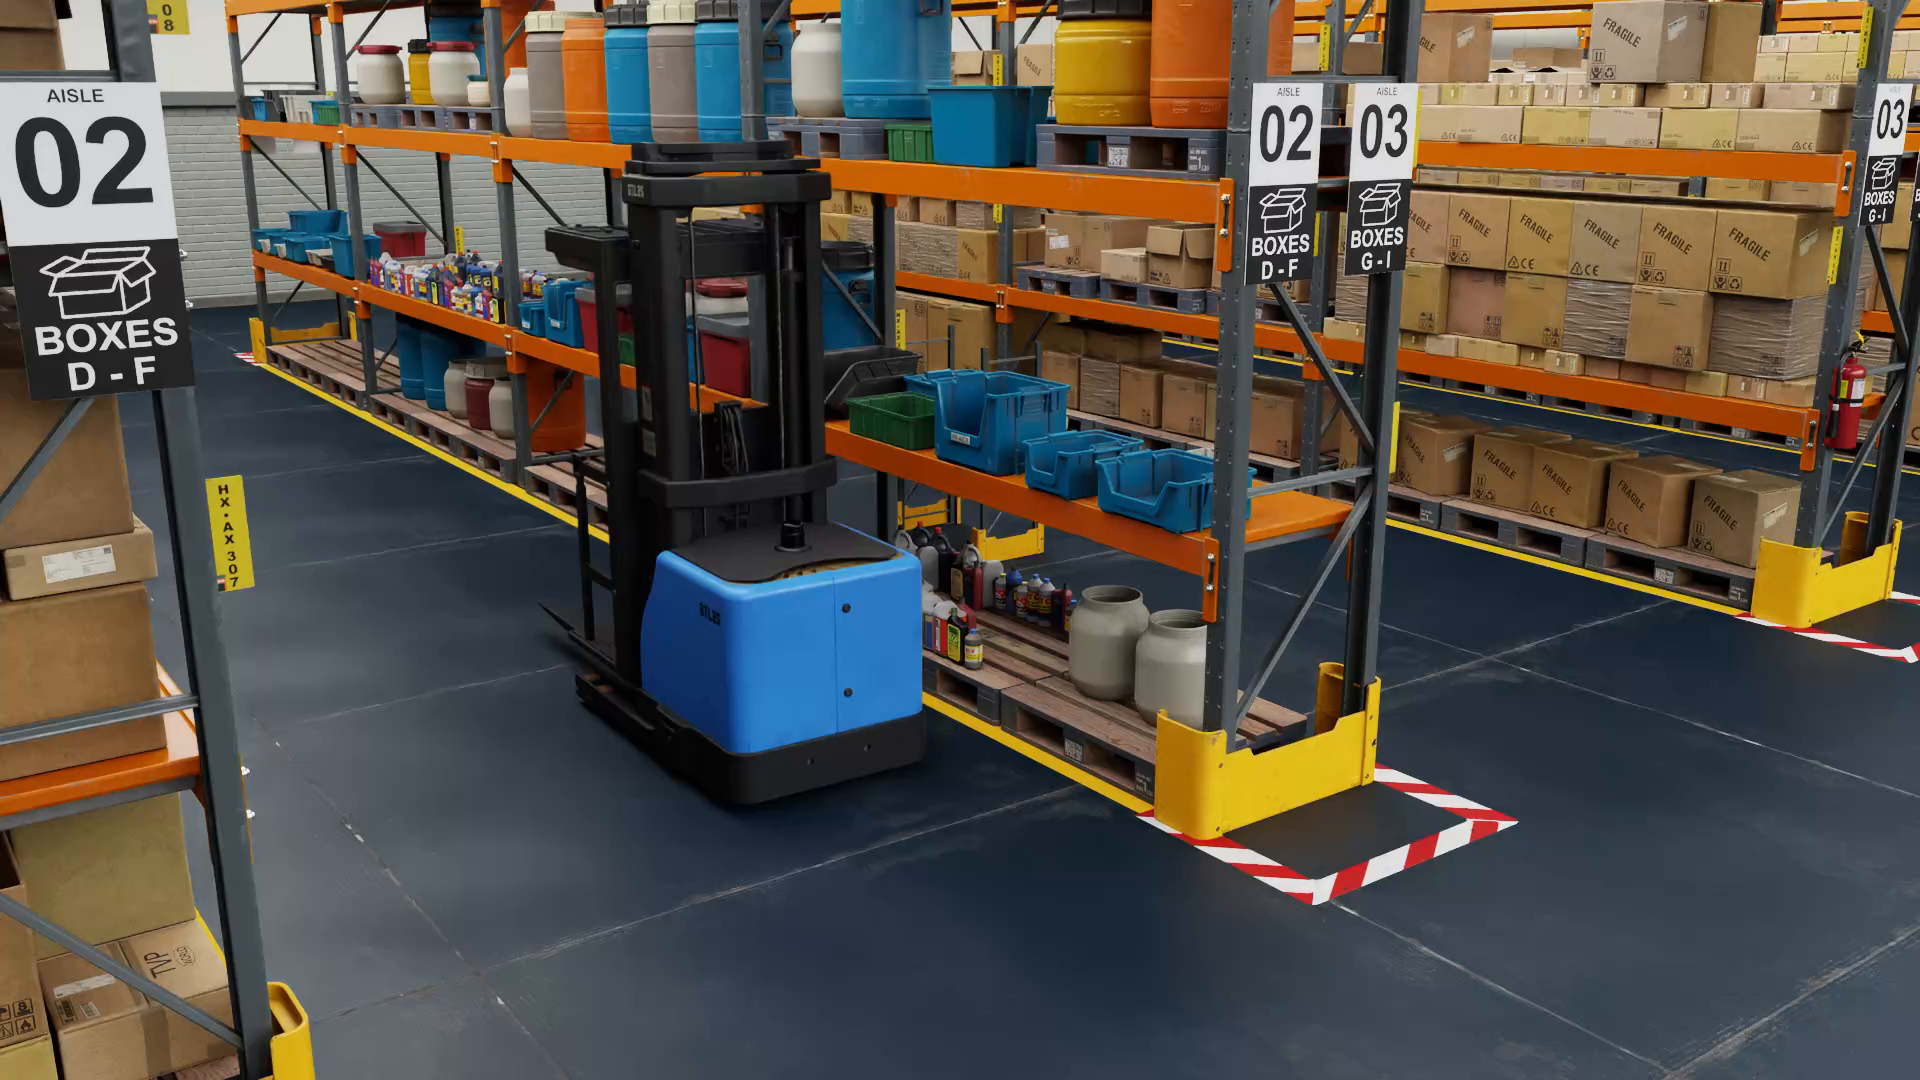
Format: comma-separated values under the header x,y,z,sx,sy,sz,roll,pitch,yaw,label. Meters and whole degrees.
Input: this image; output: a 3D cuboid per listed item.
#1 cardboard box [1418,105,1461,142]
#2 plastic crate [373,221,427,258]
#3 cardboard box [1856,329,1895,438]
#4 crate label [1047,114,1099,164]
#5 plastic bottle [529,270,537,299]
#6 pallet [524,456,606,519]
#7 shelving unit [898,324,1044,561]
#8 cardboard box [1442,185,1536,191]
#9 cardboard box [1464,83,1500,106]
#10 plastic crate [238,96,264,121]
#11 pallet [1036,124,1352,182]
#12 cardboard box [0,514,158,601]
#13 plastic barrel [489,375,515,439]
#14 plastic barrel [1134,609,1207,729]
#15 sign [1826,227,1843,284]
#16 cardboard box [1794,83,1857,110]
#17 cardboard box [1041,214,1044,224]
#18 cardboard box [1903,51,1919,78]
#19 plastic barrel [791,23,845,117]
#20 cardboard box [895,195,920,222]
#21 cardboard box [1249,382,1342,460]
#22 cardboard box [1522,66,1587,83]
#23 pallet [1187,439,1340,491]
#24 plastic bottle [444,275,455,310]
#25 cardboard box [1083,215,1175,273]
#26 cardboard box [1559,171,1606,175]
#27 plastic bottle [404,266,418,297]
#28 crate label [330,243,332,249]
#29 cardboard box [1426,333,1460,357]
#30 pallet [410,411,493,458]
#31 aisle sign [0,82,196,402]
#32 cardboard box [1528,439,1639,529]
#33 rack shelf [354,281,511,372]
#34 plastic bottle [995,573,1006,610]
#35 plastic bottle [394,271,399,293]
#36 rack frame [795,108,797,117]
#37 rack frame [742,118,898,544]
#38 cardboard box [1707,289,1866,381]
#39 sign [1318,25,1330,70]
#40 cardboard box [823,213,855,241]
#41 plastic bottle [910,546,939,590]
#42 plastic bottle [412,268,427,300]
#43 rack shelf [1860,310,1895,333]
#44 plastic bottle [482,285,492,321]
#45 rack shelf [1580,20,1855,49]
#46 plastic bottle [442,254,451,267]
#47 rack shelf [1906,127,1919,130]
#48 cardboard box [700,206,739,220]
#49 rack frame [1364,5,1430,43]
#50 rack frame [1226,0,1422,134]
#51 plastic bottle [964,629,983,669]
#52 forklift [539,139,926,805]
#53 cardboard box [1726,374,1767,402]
x,y,z,sx,sy,sz,roll,pitch,yaw,label
3.533,-2.994,11.934,0.500,0.250,0.500,-11,19,-35,cardboard box
-5.872,-3.096,17.472,0.402,0.464,0.583,-11,19,-35,plastic crate
8.078,-1.456,14.944,0.875,0.875,0.875,-11,19,-34,cardboard box
0.673,-2.070,8.558,0.502,0.251,0.408,-11,19,-35,crate label
-3.833,-2.293,14.992,0.061,0.283,0.133,-11,19,-35,plastic bottle
-2.774,-0.436,13.270,1.003,0.211,1.213,-11,19,-35,pallet
0.045,-0.707,11.819,0.587,1.500,1.083,-11,19,-35,shelving unit
3.943,-2.381,12.448,0.500,0.500,0.500,-11,19,-35,cardboard box
3.722,-3.093,11.542,0.380,0.149,0.250,-11,19,-36,cardboard box
-7.900,-4.919,18.933,0.497,0.269,0.590,-11,19,-35,plastic crate
1.099,-1.792,7.617,1.003,0.211,1.213,-11,19,-35,pallet
-2.559,0.045,4.810,0.380,0.149,0.250,-11,19,-35,cardboard box
-3.903,-1.164,14.563,0.421,0.512,0.421,0,15,0,plastic barrel
1.057,0.624,8.030,0.421,0.512,0.421,0,15,0,plastic barrel
5.052,-1.642,9.602,0.100,0.325,0.005,-11,19,-35,sign
5.097,-2.591,9.707,0.380,0.149,0.250,-11,19,-35,cardboard box
1.194,-4.550,23.494,0.380,0.149,0.250,-10,18,-33,cardboard box
8.186,-3.913,13.746,0.500,0.250,0.500,-11,19,-34,cardboard box
-0.751,-2.679,9.494,0.421,0.512,0.421,0,15,0,plastic barrel
-0.389,-3.694,17.801,0.797,0.503,0.637,-10,18,-33,cardboard box
2.817,-1.008,13.980,0.700,0.500,0.500,-13,20,-39,cardboard box
6.023,-4.610,16.741,0.500,0.311,0.500,-12,19,-37,cardboard box
2.702,-0.688,14.191,1.003,0.211,1.213,-11,19,-35,pallet
-4.453,-2.161,14.509,0.061,0.283,0.133,-11,19,-35,plastic bottle
1.568,-2.759,15.491,0.700,0.500,0.500,-8,17,-26,cardboard box
8.309,-4.860,22.067,0.500,0.500,0.500,-11,19,-36,cardboard box
-5.041,-2.391,15.366,0.152,0.276,0.135,-11,19,-35,plastic bottle
-6.933,-3.297,18.826,0.396,0.136,0.243,-11,19,-35,crate label
3.618,-1.437,12.122,0.380,0.149,0.250,-11,19,-35,cardboard box
-4.408,-1.030,15.439,1.003,0.211,1.213,-11,19,-35,pallet
-2.216,-0.764,4.260,0.394,0.787,0.004,-11,19,-35,aisle sign
4.427,-0.405,11.813,0.500,0.500,0.500,-9,18,-29,cardboard box
-4.374,-2.033,15.184,1.077,0.370,4.000,-11,19,-35,rack shelf
0.253,0.298,9.773,0.097,0.201,0.097,0,15,0,plastic bottle
-5.267,-2.425,15.631,0.097,0.201,0.097,0,15,0,plastic bottle
-1.543,-3.576,19.458,1.000,3.000,0.127,-11,19,-35,rack frame
-0.846,-1.099,10.408,1.000,3.000,0.127,-11,19,-35,rack frame
5.211,-1.327,10.488,0.875,0.500,0.500,-11,19,-35,cardboard box
2.714,-3.667,12.383,0.100,0.325,0.005,-11,19,-35,sign
-1.179,-3.380,18.553,0.500,0.500,0.500,-11,19,-34,cardboard box
-0.226,0.165,10.117,0.152,0.276,0.135,-11,19,-35,plastic bottle
-4.905,-2.342,15.185,0.152,0.276,0.135,-11,19,-35,plastic bottle
8.408,-1.842,14.485,1.077,0.370,4.000,-11,19,-35,rack shelf
-3.916,-1.966,13.798,0.061,0.283,0.133,-11,19,-35,plastic bottle
11.662,-7.812,25.692,1.077,0.370,4.000,-11,19,-35,rack shelf
-5.056,-2.713,16.541,0.152,0.276,0.135,-11,19,-35,plastic bottle
10.001,-4.932,20.096,1.077,0.370,4.000,-11,19,-35,rack shelf
-2.917,-4.028,20.832,0.500,0.250,0.500,-11,19,-36,cardboard box
4.880,-6.363,18.279,1.000,3.000,0.127,-11,19,-35,rack frame
1.506,-3.138,6.495,1.000,3.000,0.127,-11,19,-35,rack frame
0.072,0.569,8.783,0.097,0.201,0.097,0,15,0,plastic bottle
-1.396,-0.555,8.550,1.130,2.935,3.031,-10,18,-32,forklift
5.031,-0.974,10.430,0.380,0.149,0.250,-11,19,-35,cardboard box
